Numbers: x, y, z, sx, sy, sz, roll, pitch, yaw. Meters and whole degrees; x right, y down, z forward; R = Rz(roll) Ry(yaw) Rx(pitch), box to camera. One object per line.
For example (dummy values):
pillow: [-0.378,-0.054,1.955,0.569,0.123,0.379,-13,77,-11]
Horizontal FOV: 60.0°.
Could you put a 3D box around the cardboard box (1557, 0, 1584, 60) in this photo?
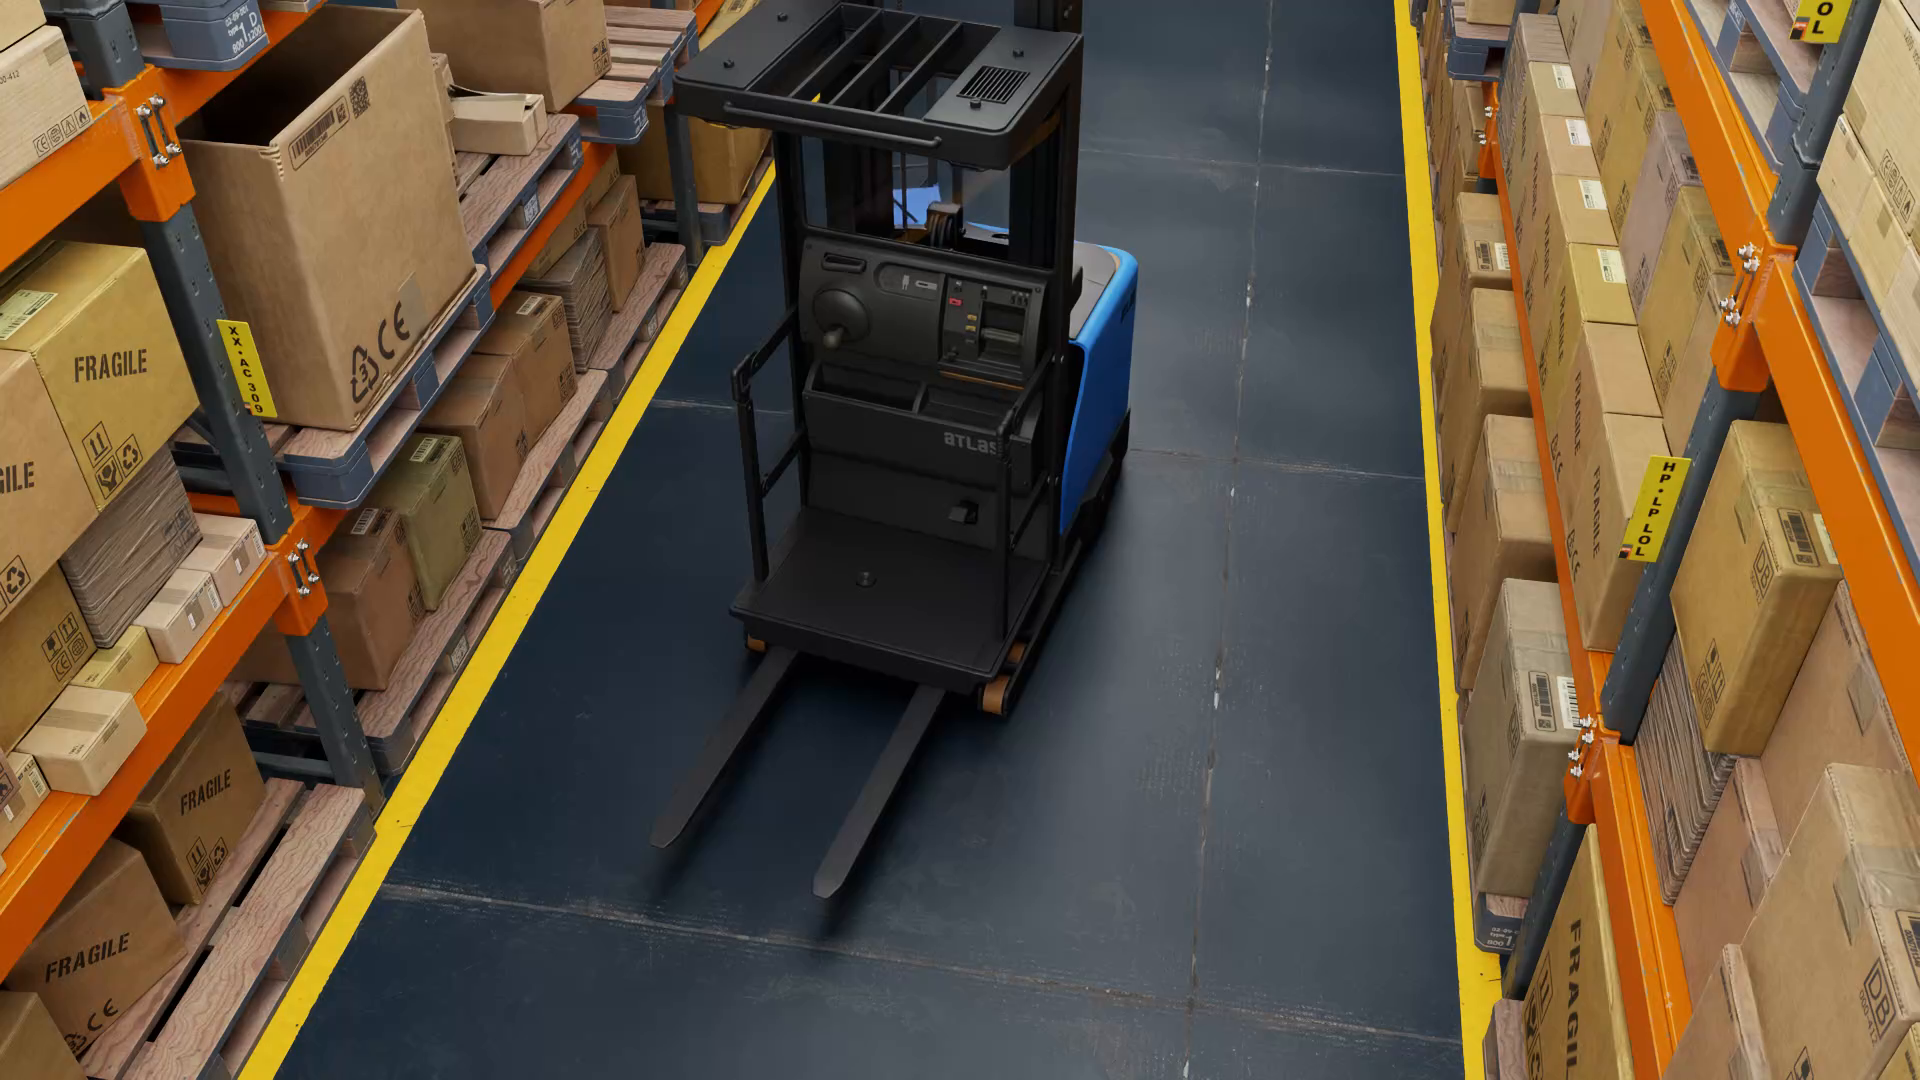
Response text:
cardboard box: [2.871,-2.259,6.765,0.700,0.500,0.500,6,40,7]

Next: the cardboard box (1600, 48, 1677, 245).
cardboard box: [2.610,-1.298,5.603,0.700,0.500,0.500,6,40,7]

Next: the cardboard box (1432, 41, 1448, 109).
cardboard box: [3.094,-2.727,9.827,0.500,0.500,0.500,7,40,8]

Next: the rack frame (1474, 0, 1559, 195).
rack frame: [2.959,-2.115,7.455,1.000,3.000,0.127,6,40,8]

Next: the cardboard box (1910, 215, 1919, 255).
cardboard box: [1.820,-0.425,2.533,0.500,0.250,0.500,6,40,7]

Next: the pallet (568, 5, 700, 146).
pallet: [-1.927,-2.193,7.699,1.213,0.211,1.003,6,40,8]

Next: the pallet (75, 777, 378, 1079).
pallet: [-2.683,1.285,5.530,1.003,0.211,1.213,6,40,8]

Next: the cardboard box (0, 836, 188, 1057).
cardboard box: [-2.802,1.193,5.085,0.500,0.500,0.500,19,43,21]

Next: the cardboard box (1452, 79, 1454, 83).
cardboard box: [2.999,-2.696,9.201,0.500,0.250,0.500,7,40,9]

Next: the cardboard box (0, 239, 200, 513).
cardboard box: [-2.408,-0.441,4.333,0.500,0.500,0.500,6,40,8]

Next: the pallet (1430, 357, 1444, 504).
pallet: [2.748,-0.554,7.755,1.003,0.211,1.213,6,40,8]

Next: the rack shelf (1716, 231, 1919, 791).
rack shelf: [1.920,0.771,2.174,1.077,0.370,4.000,6,40,8]

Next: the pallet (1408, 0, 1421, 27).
pallet: [3.732,-3.976,11.894,1.003,0.211,1.213,6,40,8]

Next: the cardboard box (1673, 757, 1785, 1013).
cardboard box: [2.141,0.918,3.668,0.875,0.550,0.550,6,40,8]

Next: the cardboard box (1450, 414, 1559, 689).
cardboard box: [2.456,0.096,6.216,1.050,0.750,0.750,6,40,8]

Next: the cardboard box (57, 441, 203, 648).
cardboard box: [-2.740,-0.093,4.696,0.875,0.500,0.500,6,40,8]

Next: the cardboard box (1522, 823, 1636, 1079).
cardboard box: [2.089,1.439,4.493,0.875,0.875,0.875,7,40,8]

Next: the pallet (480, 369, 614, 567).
pallet: [-2.259,-0.397,7.565,1.003,0.211,1.213,6,40,8]

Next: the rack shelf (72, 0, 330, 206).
rack shelf: [-2.255,-2.349,5.948,1.077,0.370,4.000,6,40,8]

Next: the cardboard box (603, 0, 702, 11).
cardboard box: [-1.557,-3.039,8.494,0.500,0.500,0.500,8,40,9]

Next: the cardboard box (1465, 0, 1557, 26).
cardboard box: [2.591,-2.541,7.837,0.380,0.149,0.250,7,40,8]

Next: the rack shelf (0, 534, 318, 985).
rack shelf: [-2.947,1.317,3.868,1.077,0.370,4.000,6,40,8]

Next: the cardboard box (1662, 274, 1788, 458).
cardboard box: [2.347,-0.341,4.445,0.700,0.500,0.500,6,40,7]

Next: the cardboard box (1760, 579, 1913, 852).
cardboard box: [2.188,0.507,3.318,0.875,0.550,0.550,6,40,8]

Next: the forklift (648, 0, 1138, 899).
forklift: [-0.219,-0.754,5.862,1.130,2.935,3.031,13,41,16]

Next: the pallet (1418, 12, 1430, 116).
pallet: [3.517,-3.062,10.788,1.003,0.211,1.213,6,40,8]

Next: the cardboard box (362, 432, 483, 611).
cardboard box: [-2.373,-0.102,6.636,0.700,0.500,0.500,6,40,7]

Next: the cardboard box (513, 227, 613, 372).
cardboard box: [-2.089,-1.160,7.915,0.700,0.500,0.500,3,40,4]

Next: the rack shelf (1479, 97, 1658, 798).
rack shelf: [2.612,-0.583,6.166,1.077,0.370,4.000,6,40,8]

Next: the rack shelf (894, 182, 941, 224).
rack shelf: [-0.299,-1.402,8.051,0.538,0.185,1.000,-5,40,-6]

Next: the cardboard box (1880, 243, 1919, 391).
cardboard box: [1.781,-0.355,2.760,0.380,0.149,0.250,6,40,8]

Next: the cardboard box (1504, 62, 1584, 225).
cardboard box: [2.530,-1.583,6.732,0.500,0.500,0.500,6,40,7]

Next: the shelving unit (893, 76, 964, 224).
shelving unit: [-0.299,-1.541,7.936,0.538,1.500,1.048,-5,40,-6]

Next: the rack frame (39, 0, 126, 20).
rack frame: [-2.601,-2.528,3.245,1.000,3.000,0.127,6,40,8]

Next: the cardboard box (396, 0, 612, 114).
cardboard box: [-1.961,-2.221,7.175,0.700,0.500,0.500,12,41,14]

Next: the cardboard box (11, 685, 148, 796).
cardboard box: [-2.437,0.524,4.459,0.380,0.149,0.250,6,40,8]

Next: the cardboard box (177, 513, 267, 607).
cardboard box: [-2.349,0.049,5.034,0.380,0.149,0.250,6,40,8]

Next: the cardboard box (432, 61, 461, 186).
cardboard box: [-2.392,-1.515,6.318,0.797,0.503,0.637,10,41,12]

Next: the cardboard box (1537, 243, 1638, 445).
cardboard box: [2.268,-0.635,5.585,0.500,0.500,0.500,7,40,8]

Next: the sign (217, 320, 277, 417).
sign: [-2.066,-0.494,4.814,0.100,0.325,0.005,6,40,8]

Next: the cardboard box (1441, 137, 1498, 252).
cardboard box: [2.815,-1.756,8.652,0.500,0.500,0.500,6,40,7]

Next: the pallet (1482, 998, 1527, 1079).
pallet: [2.058,1.938,4.740,1.003,0.211,1.213,6,40,8]

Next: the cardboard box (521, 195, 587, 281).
cardboard box: [-2.077,-1.463,7.694,0.500,0.250,0.500,11,41,13]
